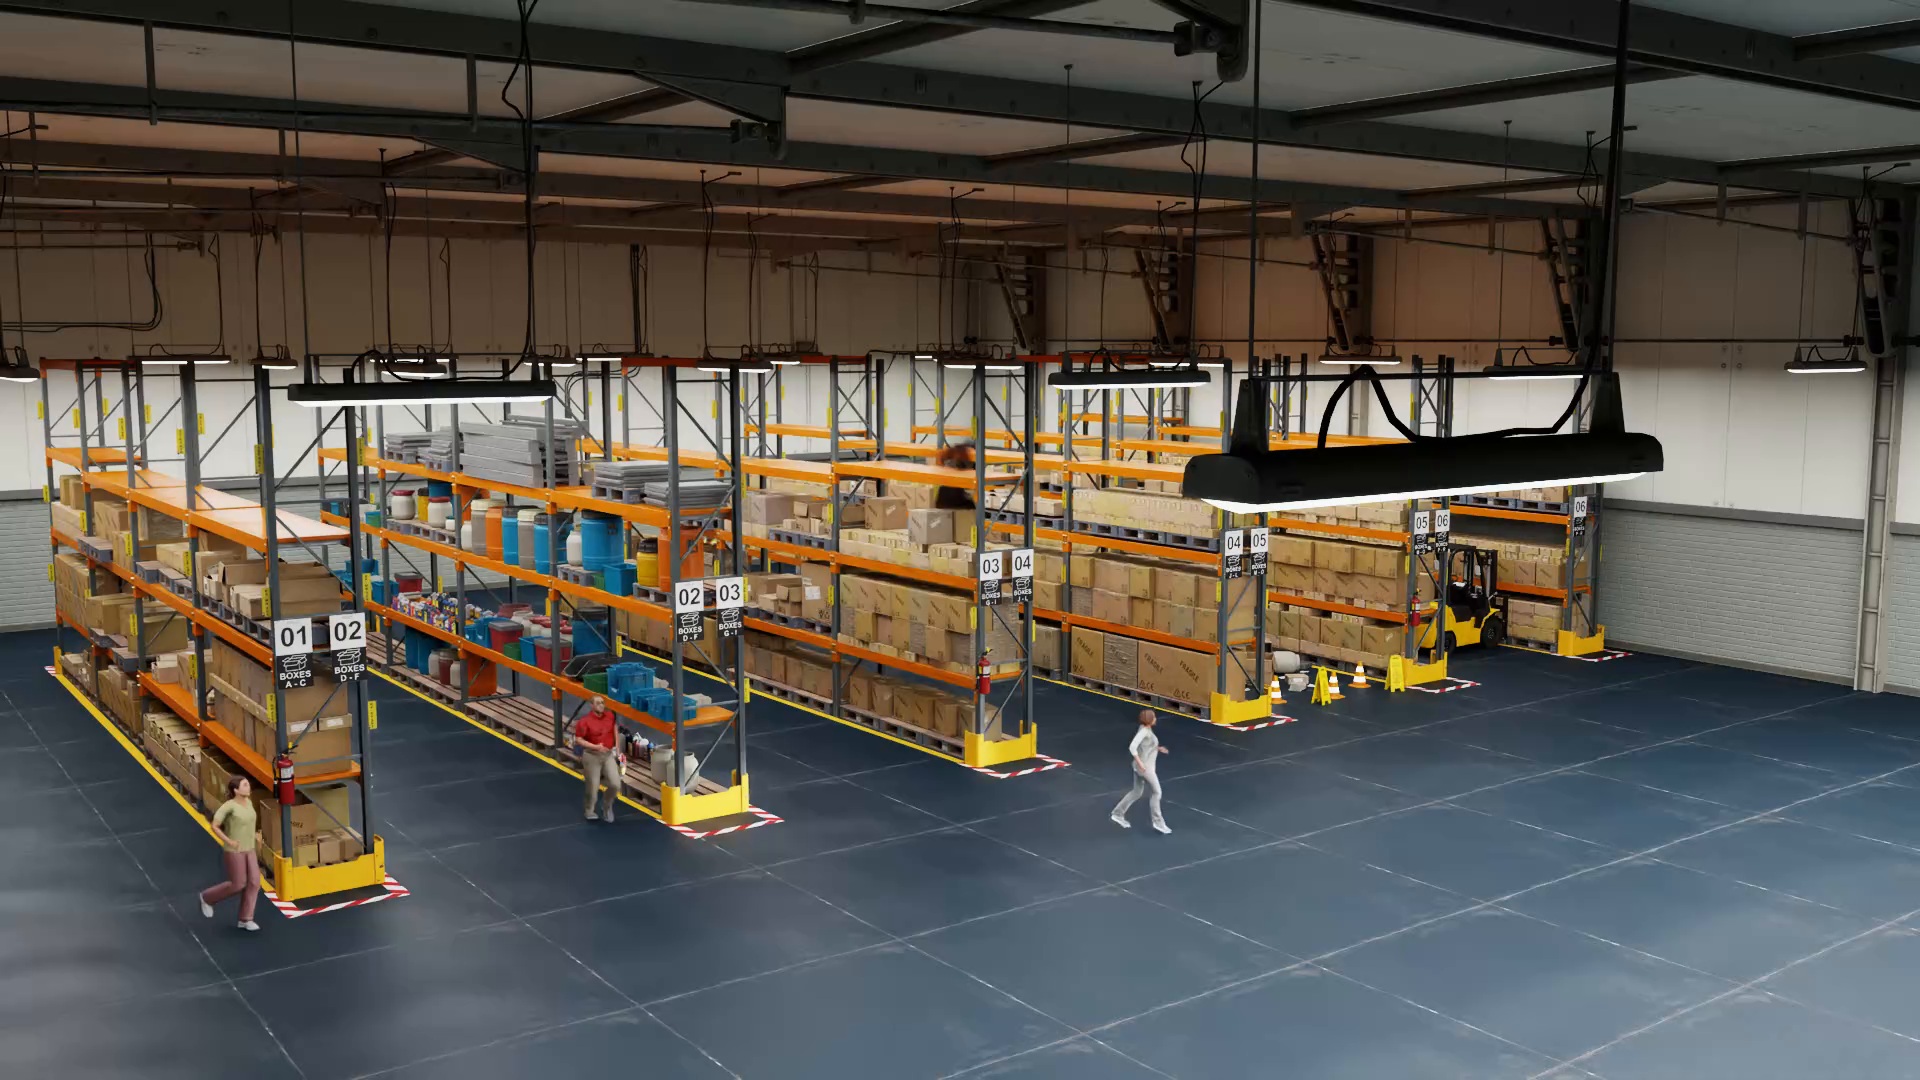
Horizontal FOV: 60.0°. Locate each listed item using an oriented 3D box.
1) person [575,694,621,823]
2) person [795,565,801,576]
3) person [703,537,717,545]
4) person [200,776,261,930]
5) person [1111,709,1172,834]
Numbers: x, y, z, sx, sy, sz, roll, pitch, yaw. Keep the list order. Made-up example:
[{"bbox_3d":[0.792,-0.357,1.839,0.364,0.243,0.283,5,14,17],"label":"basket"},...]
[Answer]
[{"bbox_3d":[-4.689,2.893,21.773,0.693,1.757,0.690,-6,9,-39],"label":"person"},{"bbox_3d":[-4.091,0.288,42.910,0.887,1.803,0.690,-5,8,-34],"label":"person"},{"bbox_3d":[-6.114,0.609,40.444,0.707,1.777,0.837,3,7,24],"label":"person"},{"bbox_3d":[-7.829,3.367,18.084,0.772,1.602,0.614,2,7,18],"label":"person"},{"bbox_3d":[2.344,2.973,21.408,0.786,1.624,0.512,-1,7,-5],"label":"person"}]
